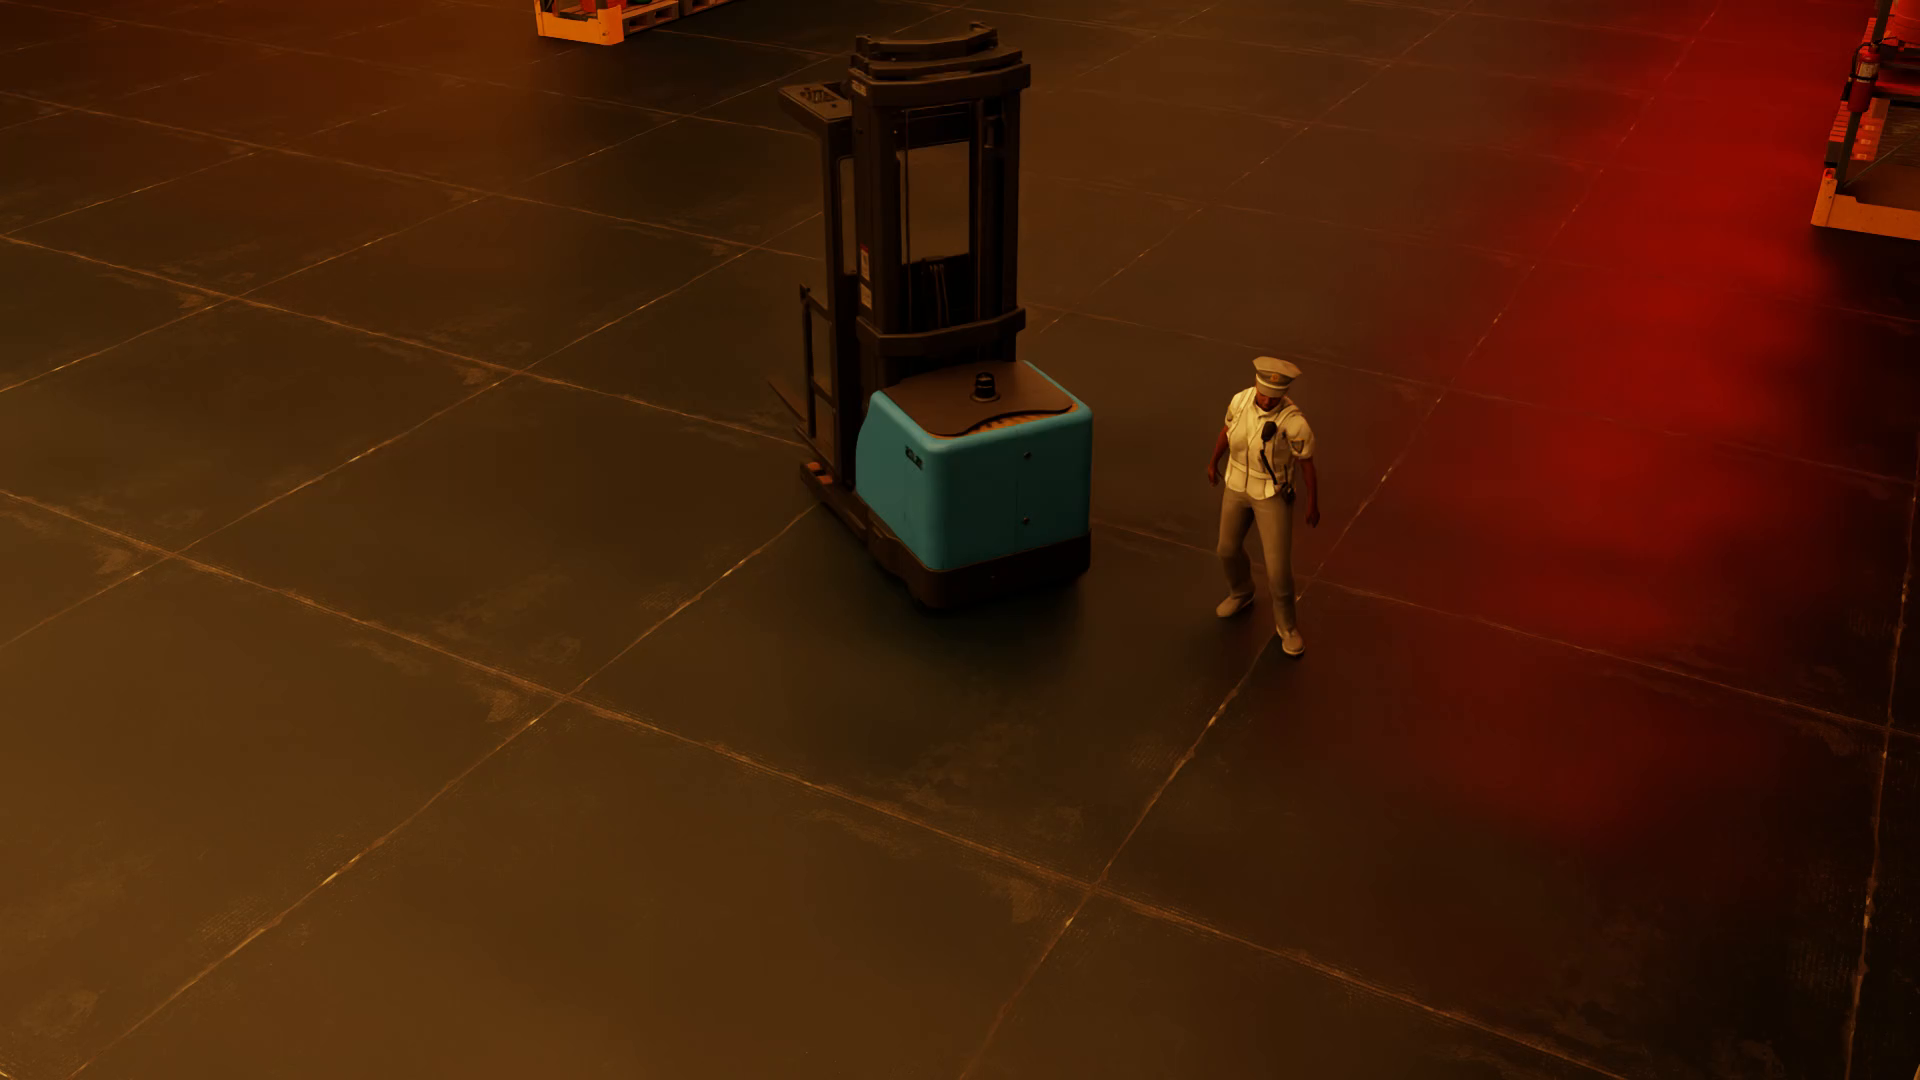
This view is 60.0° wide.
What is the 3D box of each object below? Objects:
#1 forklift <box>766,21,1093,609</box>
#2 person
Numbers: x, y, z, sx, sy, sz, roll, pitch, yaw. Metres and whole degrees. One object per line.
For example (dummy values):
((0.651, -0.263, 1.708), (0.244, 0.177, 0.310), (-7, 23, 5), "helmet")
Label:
((-0.364, -1.602, 9.846), (1.130, 2.935, 3.031), (-14, 33, -23), "forklift")
((1.605, -0.234, 8.817), (0.796, 1.634, 0.427), (25, 38, 36), "person")
